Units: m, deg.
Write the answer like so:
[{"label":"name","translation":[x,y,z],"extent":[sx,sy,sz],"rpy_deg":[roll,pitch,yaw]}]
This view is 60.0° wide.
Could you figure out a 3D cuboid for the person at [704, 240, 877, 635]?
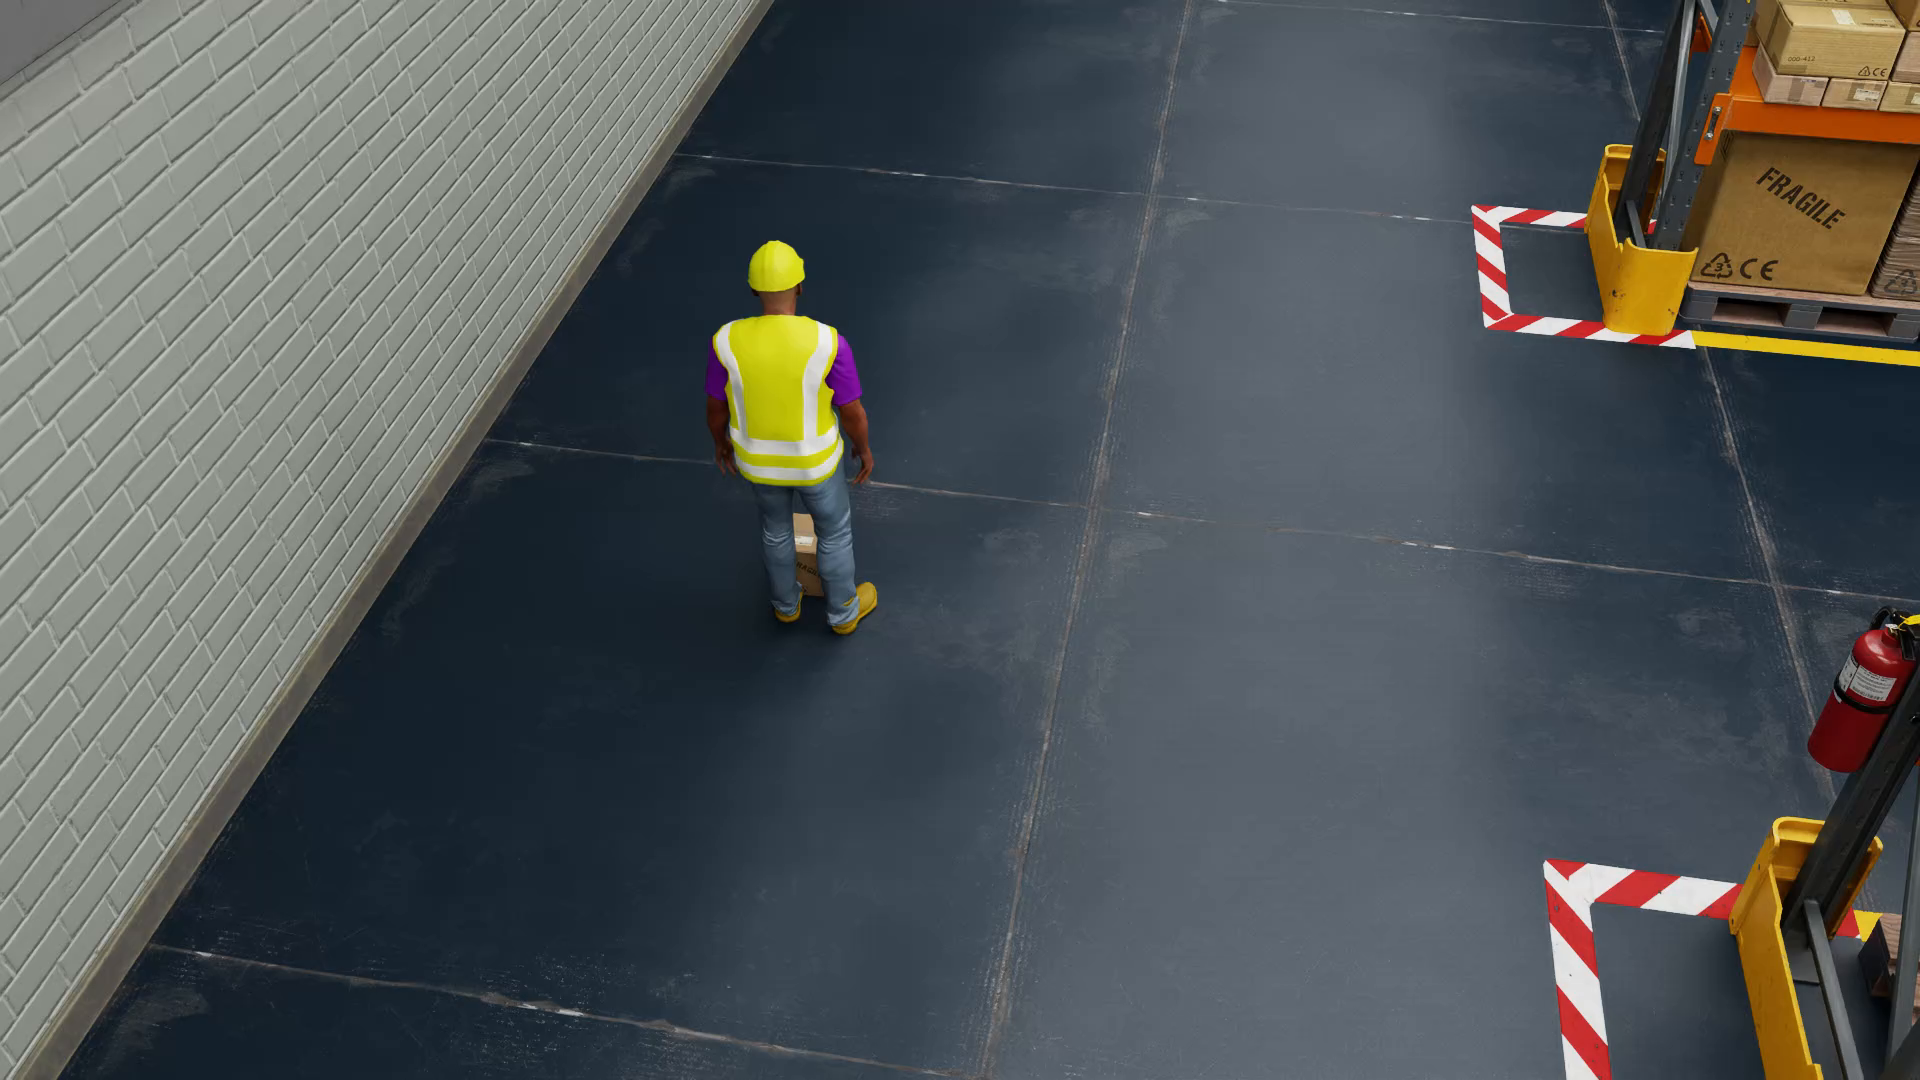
[{"label":"person","translation":[-0.664,-0.361,6.569],"extent":[0.636,1.761,0.454],"rpy_deg":[5,41,5]}]
